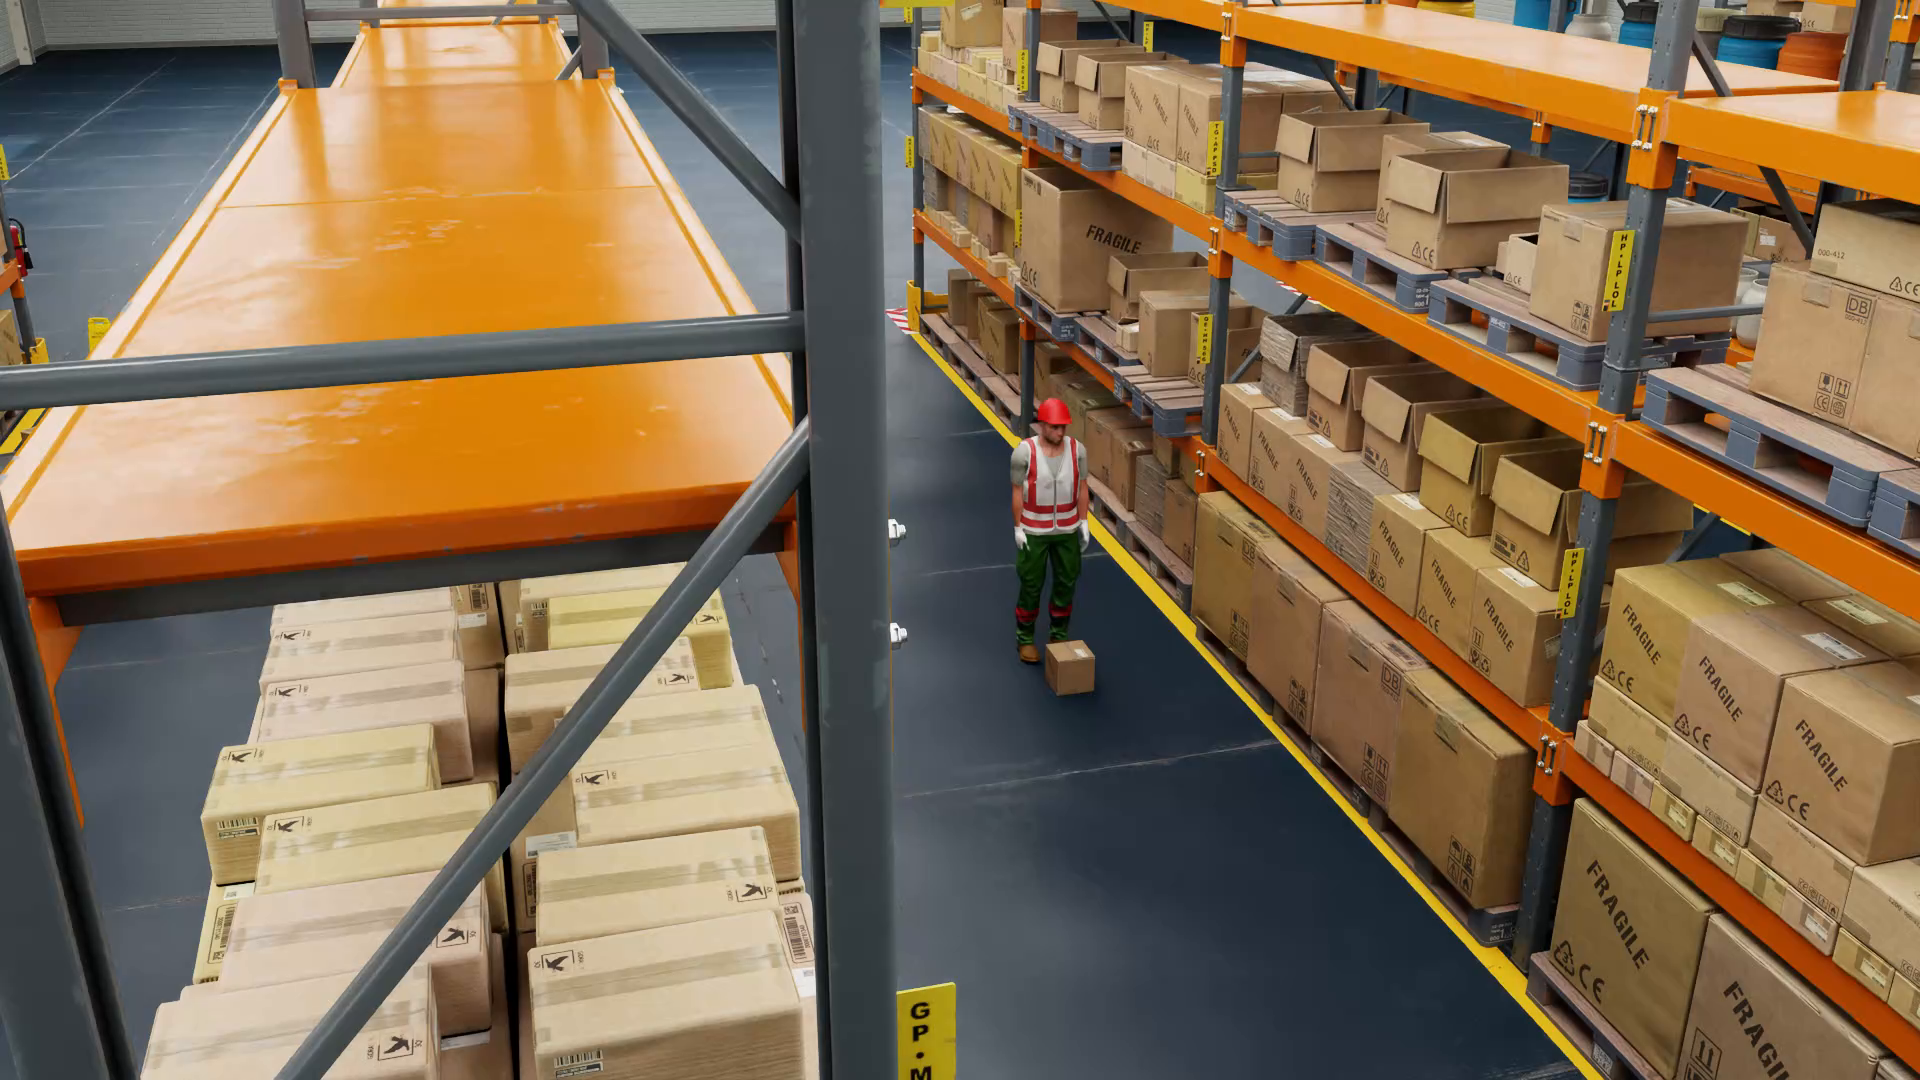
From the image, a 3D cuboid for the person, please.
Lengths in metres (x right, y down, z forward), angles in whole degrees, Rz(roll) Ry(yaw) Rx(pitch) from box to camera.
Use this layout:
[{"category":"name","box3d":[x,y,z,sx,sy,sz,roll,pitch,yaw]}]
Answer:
[{"category":"person","box3d":[0.588,-0.069,10.811,0.526,1.782,0.341,-6,23,-14]}]
